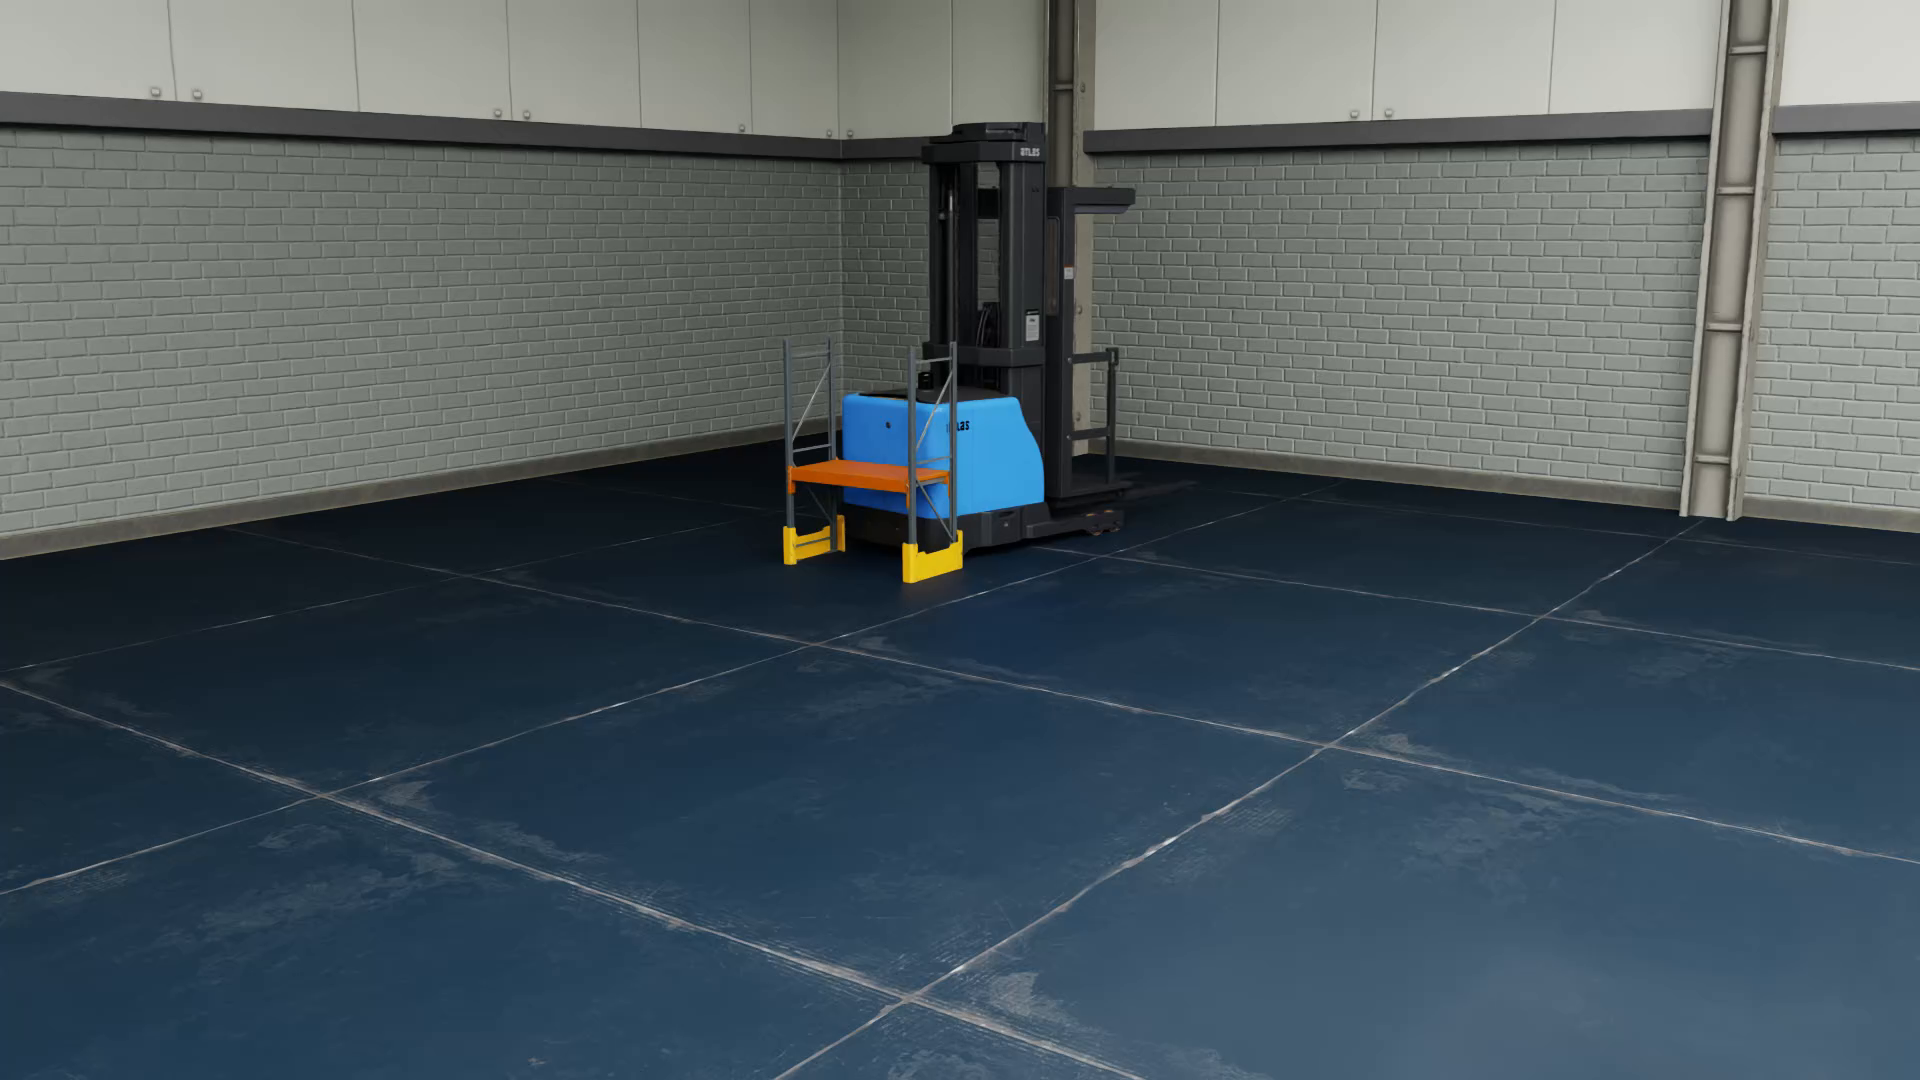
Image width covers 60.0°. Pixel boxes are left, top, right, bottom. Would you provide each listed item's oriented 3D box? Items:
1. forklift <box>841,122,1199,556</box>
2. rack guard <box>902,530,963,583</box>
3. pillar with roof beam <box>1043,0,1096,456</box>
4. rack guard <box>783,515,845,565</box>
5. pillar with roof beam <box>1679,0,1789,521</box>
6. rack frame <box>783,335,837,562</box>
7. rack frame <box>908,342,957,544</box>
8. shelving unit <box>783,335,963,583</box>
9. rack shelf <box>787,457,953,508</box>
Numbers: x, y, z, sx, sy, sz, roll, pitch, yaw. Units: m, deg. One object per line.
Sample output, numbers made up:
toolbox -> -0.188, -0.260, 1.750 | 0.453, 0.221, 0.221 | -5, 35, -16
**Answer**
forklift -> 0.576, -1.533, 12.237 | 3.031, 2.935, 1.130 | -10, 15, -42
rack guard -> -0.175, 0.103, 10.839 | 0.087, 0.250, 0.587 | 7, 13, 34
pillar with roof beam -> -1.510, -4.624, 12.240 | 0.400, 9.000, 9.100 | 8, 13, 36
rack guard -> -0.995, -0.004, 11.394 | 0.087, 0.250, 0.587 | 7, 13, 34
pillar with roof beam -> 3.326, -3.950, 8.753 | 0.400, 9.000, 9.100 | 8, 13, 36
rack frame -> -1.011, -0.620, 11.286 | 0.032, 1.500, 0.500 | 7, 13, 34
rack frame -> -0.174, -0.510, 10.719 | 0.032, 1.500, 0.500 | 7, 13, 34
shelving unit -> -0.585, -0.564, 10.998 | 1.083, 1.500, 0.587 | 7, 13, 34
rack shelf -> -0.593, -0.389, 11.037 | 1.000, 0.185, 0.538 | 7, 13, 34
